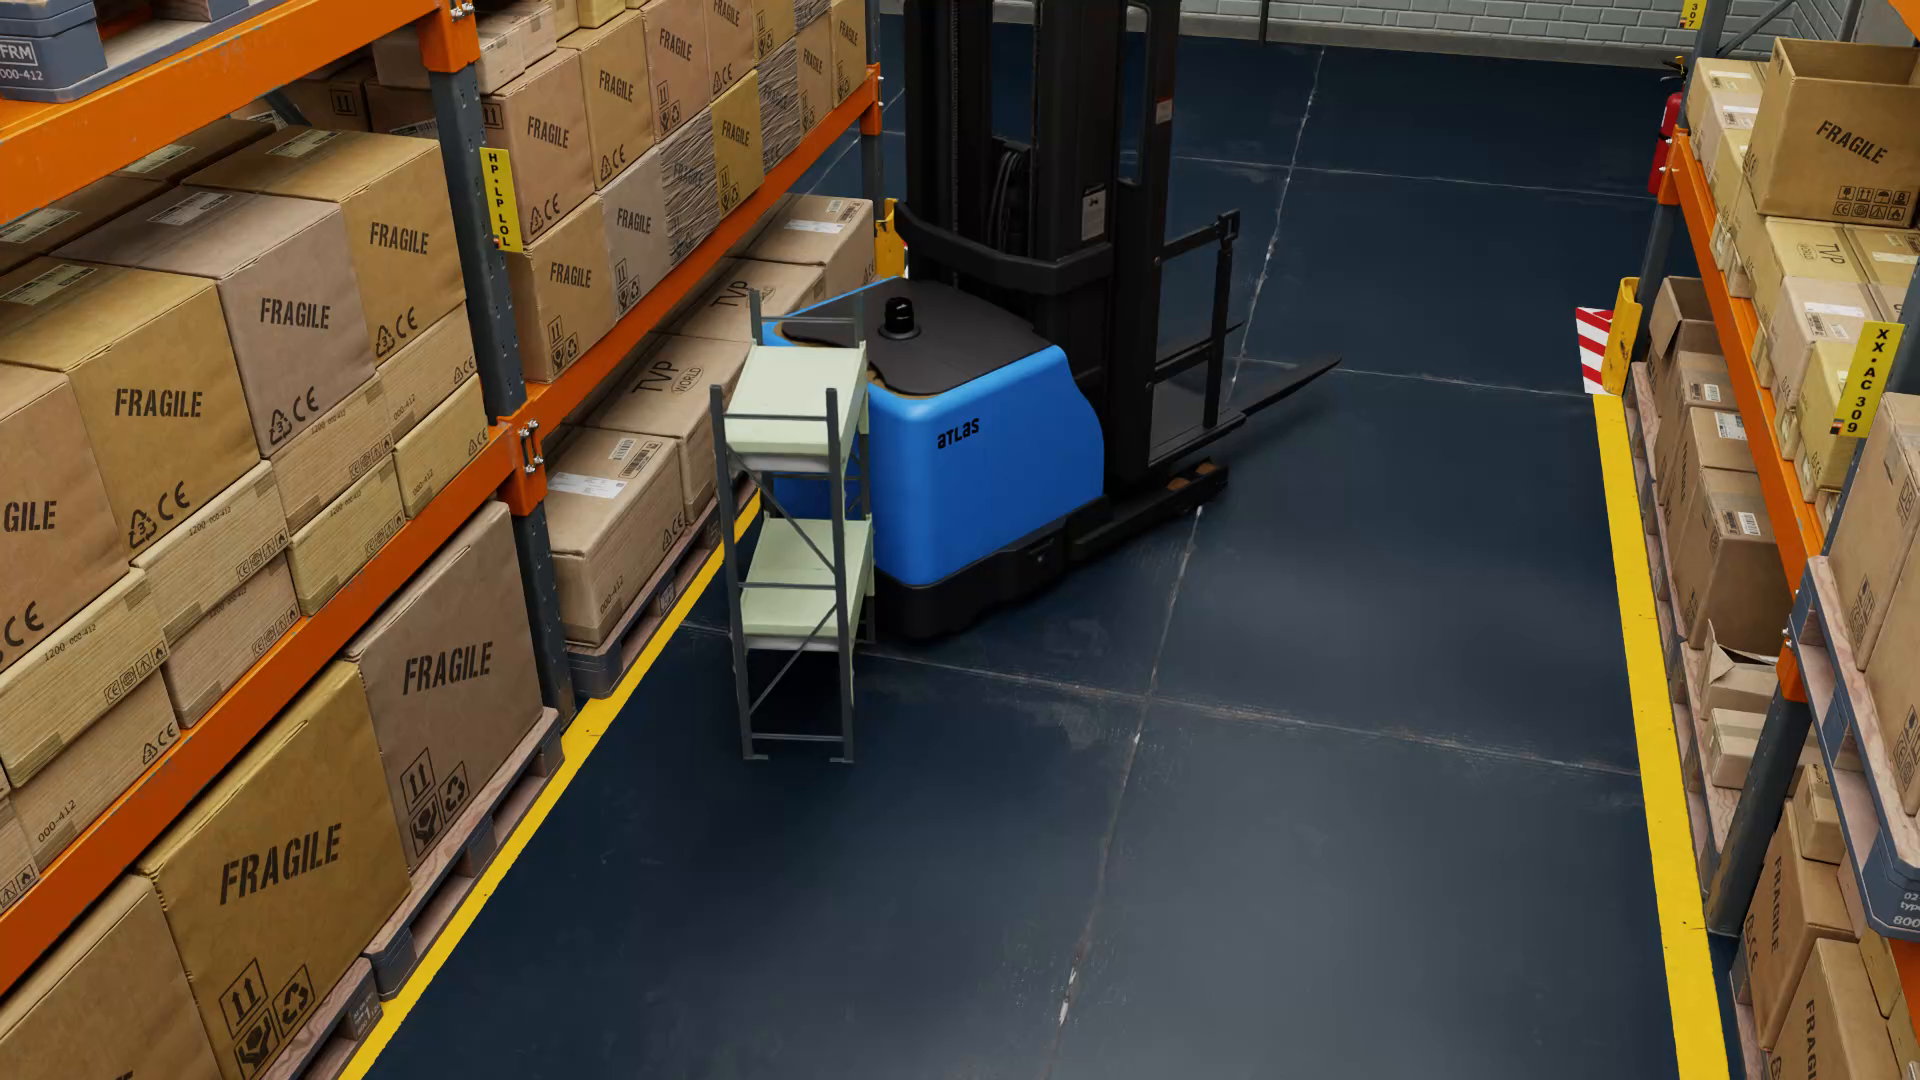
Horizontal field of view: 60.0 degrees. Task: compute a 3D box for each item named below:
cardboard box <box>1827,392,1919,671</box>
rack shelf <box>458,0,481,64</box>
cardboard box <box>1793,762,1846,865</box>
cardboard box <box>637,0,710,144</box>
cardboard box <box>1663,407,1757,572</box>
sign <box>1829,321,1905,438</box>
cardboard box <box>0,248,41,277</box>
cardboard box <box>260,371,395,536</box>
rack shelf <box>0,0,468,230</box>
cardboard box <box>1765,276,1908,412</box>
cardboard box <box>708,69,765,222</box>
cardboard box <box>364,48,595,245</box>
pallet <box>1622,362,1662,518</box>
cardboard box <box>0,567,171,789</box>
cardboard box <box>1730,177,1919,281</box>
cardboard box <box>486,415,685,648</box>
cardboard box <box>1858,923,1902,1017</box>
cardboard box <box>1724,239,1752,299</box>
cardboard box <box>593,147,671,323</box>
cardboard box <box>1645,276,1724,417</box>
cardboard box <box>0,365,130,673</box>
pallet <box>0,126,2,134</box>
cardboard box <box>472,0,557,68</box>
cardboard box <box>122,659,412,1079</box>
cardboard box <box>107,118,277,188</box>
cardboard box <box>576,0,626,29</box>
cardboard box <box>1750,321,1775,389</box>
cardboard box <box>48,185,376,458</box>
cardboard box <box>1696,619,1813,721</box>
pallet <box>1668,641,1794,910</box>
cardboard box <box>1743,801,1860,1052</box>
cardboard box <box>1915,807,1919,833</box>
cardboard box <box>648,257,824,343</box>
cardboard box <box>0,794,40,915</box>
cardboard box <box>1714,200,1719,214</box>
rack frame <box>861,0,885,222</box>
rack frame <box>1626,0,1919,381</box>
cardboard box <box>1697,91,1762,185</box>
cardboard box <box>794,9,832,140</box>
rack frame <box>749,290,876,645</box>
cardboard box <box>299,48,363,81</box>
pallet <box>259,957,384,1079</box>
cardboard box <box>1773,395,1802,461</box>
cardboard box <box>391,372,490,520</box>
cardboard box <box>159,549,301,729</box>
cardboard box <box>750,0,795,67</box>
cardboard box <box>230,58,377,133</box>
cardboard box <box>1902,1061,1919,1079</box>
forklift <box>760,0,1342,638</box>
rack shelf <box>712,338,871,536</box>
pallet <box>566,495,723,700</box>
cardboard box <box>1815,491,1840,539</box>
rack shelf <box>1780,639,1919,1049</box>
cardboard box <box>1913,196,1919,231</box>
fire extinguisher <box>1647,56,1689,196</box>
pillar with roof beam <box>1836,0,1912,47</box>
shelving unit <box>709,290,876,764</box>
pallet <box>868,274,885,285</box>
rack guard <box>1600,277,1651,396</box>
[{"bbox_3d":[2.532,0.024,3.931,0.700,0.500,0.500,9,34,14],"label":"cardboard box"},{"bbox_3d":[-1.423,-2.651,6.499,1.077,0.370,4.000,8,33,12],"label":"rack shelf"},{"bbox_3d":[2.523,0.777,4.566,0.380,0.149,0.250,10,34,15],"label":"cardboard box"},{"bbox_3d":[-1.301,-1.855,6.346,0.500,0.500,0.500,9,33,13],"label":"cardboard box"},{"bbox_3d":[3.154,-0.171,6.662,0.500,0.500,0.500,9,33,13],"label":"cardboard box"},{"bbox_3d":[2.344,-0.412,4.295,0.100,0.325,0.005,8,33,12],"label":"sign"},{"bbox_3d":[-2.553,-0.398,4.055,0.500,0.500,0.500,7,33,11],"label":"cardboard box"},{"bbox_3d":[-1.927,-0.276,4.562,0.500,0.250,0.500,9,33,14],"label":"cardboard box"},{"bbox_3d":[-2.439,-0.575,3.233,1.077,0.370,4.000,8,33,12],"label":"rack shelf"},{"bbox_3d":[2.877,-0.599,5.258,0.500,0.250,0.500,8,33,13],"label":"cardboard box"},{"bbox_3d":[-1.164,-1.686,7.013,0.500,0.500,0.500,9,34,14],"label":"cardboard box"},{"bbox_3d":[-1.576,-1.329,5.520,0.500,0.500,0.500,8,33,13],"label":"cardboard box"},{"bbox_3d":[3.666,-0.422,7.718,1.003,0.211,1.213,8,33,12],"label":"pallet"},{"bbox_3d":[-2.166,0.261,3.717,0.500,0.250,0.500,9,33,13],"label":"cardboard box"},{"bbox_3d":[3.148,-1.123,6.083,0.500,0.250,0.500,7,33,11],"label":"cardboard box"},{"bbox_3d":[-1.668,-0.058,6.542,0.875,0.438,0.875,8,33,12],"label":"cardboard box"},{"bbox_3d":[2.473,1.066,4.111,0.380,0.149,0.250,6,33,10],"label":"cardboard box"},{"bbox_3d":[3.115,-1.012,6.280,0.380,0.149,0.250,9,33,13],"label":"cardboard box"},{"bbox_3d":[-1.427,-1.161,6.188,0.500,0.500,0.500,8,33,13],"label":"cardboard box"},{"bbox_3d":[3.639,-0.872,7.761,0.797,0.503,0.637,7,33,10],"label":"cardboard box"},{"bbox_3d":[-2.190,-0.048,3.505,0.500,0.500,0.500,9,33,13],"label":"cardboard box"},{"bbox_3d":[-2.553,-0.683,2.909,1.003,0.211,1.213,10,34,15],"label":"pallet"},{"bbox_3d":[-1.550,-1.652,5.423,0.380,0.149,0.250,9,33,13],"label":"cardboard box"},{"bbox_3d":[-2.233,0.871,4.673,0.875,0.875,0.875,9,34,14],"label":"cardboard box"},{"bbox_3d":[-2.321,-0.926,4.885,0.500,0.500,0.500,8,33,13],"label":"cardboard box"},{"bbox_3d":[-1.404,-1.911,5.831,0.380,0.149,0.250,8,33,12],"label":"cardboard box"},{"bbox_3d":[2.926,-0.616,5.657,0.380,0.149,0.250,8,33,12],"label":"cardboard box"},{"bbox_3d":[-1.926,-0.579,4.340,0.500,0.500,0.500,9,33,13],"label":"cardboard box"},{"bbox_3d":[2.819,0.485,5.848,0.396,0.266,0.258,9,34,14],"label":"cardboard box"},{"bbox_3d":[3.046,0.844,5.726,1.003,0.211,1.213,8,33,12],"label":"pallet"},{"bbox_3d":[2.531,1.121,4.629,0.500,0.500,0.500,9,34,14],"label":"cardboard box"},{"bbox_3d":[2.147,0.571,3.289,0.396,0.266,0.258,10,34,15],"label":"cardboard box"},{"bbox_3d":[-1.211,-0.990,8.009,0.875,0.438,0.875,9,34,14],"label":"cardboard box"},{"bbox_3d":[-2.327,0.728,3.448,0.500,0.250,0.500,9,34,14],"label":"cardboard box"},{"bbox_3d":[3.361,-1.411,6.908,0.380,0.149,0.250,9,34,14],"label":"cardboard box"},{"bbox_3d":[-0.916,-2.726,8.743,1.000,3.000,0.127,8,33,12],"label":"rack frame"},{"bbox_3d":[3.886,-2.053,7.683,1.000,3.000,0.127,8,33,12],"label":"rack frame"},{"bbox_3d":[3.383,-1.654,6.919,0.500,0.250,0.500,8,33,13],"label":"cardboard box"},{"bbox_3d":[-0.924,-2.224,7.859,0.500,0.500,0.500,7,33,11],"label":"cardboard box"},{"bbox_3d":[-0.537,-0.231,6.215,0.400,1.500,0.023,2,32,3],"label":"rack frame"},{"bbox_3d":[-2.161,-1.592,5.328,0.380,0.149,0.250,7,33,11],"label":"cardboard box"},{"bbox_3d":[-2.361,1.572,4.581,1.003,0.211,1.213,8,33,12],"label":"pallet"},{"bbox_3d":[2.795,-0.347,5.234,0.380,0.149,0.250,9,34,14],"label":"cardboard box"},{"bbox_3d":[-1.801,-0.320,5.098,0.500,0.250,0.500,7,33,11],"label":"cardboard box"},{"bbox_3d":[-2.078,0.203,4.275,0.500,0.250,0.500,7,33,11],"label":"cardboard box"},{"bbox_3d":[-1.041,-2.377,7.167,0.500,0.500,0.500,8,33,12],"label":"cardboard box"},{"bbox_3d":[-2.078,-1.397,5.627,0.500,0.500,0.500,8,33,12],"label":"cardboard box"},{"bbox_3d":[2.317,1.335,3.689,0.380,0.149,0.250,8,33,12],"label":"cardboard box"},{"bbox_3d":[0.575,-1.530,6.924,3.031,2.935,1.130,-27,41,-36],"label":"forklift"},{"bbox_3d":[-0.560,-0.366,5.697,0.431,0.370,0.720,2,32,3],"label":"rack shelf"},{"bbox_3d":[-1.662,0.142,6.830,1.003,0.211,1.213,8,33,12],"label":"pallet"},{"bbox_3d":[2.708,-0.071,4.800,0.380,0.149,0.250,8,33,13],"label":"cardboard box"},{"bbox_3d":[2.364,1.365,2.978,1.077,0.370,4.000,8,33,12],"label":"rack shelf"},{"bbox_3d":[3.631,-1.045,5.960,0.500,0.250,0.500,8,33,12],"label":"cardboard box"},{"bbox_3d":[3.477,-2.002,8.023,0.296,0.674,0.183,8,33,12],"label":"fire extinguisher"},{"bbox_3d":[1.278,-6.447,9.003,9.100,9.000,0.400,8,33,12],"label":"pillar with roof beam"},{"bbox_3d":[-0.559,-0.036,5.906,0.431,1.500,0.755,2,32,3],"label":"shelving unit"},{"bbox_3d":[-1.043,-1.124,8.822,1.003,0.211,1.213,8,33,12],"label":"pallet"},{"bbox_3d":[3.867,-0.958,8.291,1.175,0.500,0.348,8,33,12],"label":"rack guard"}]
